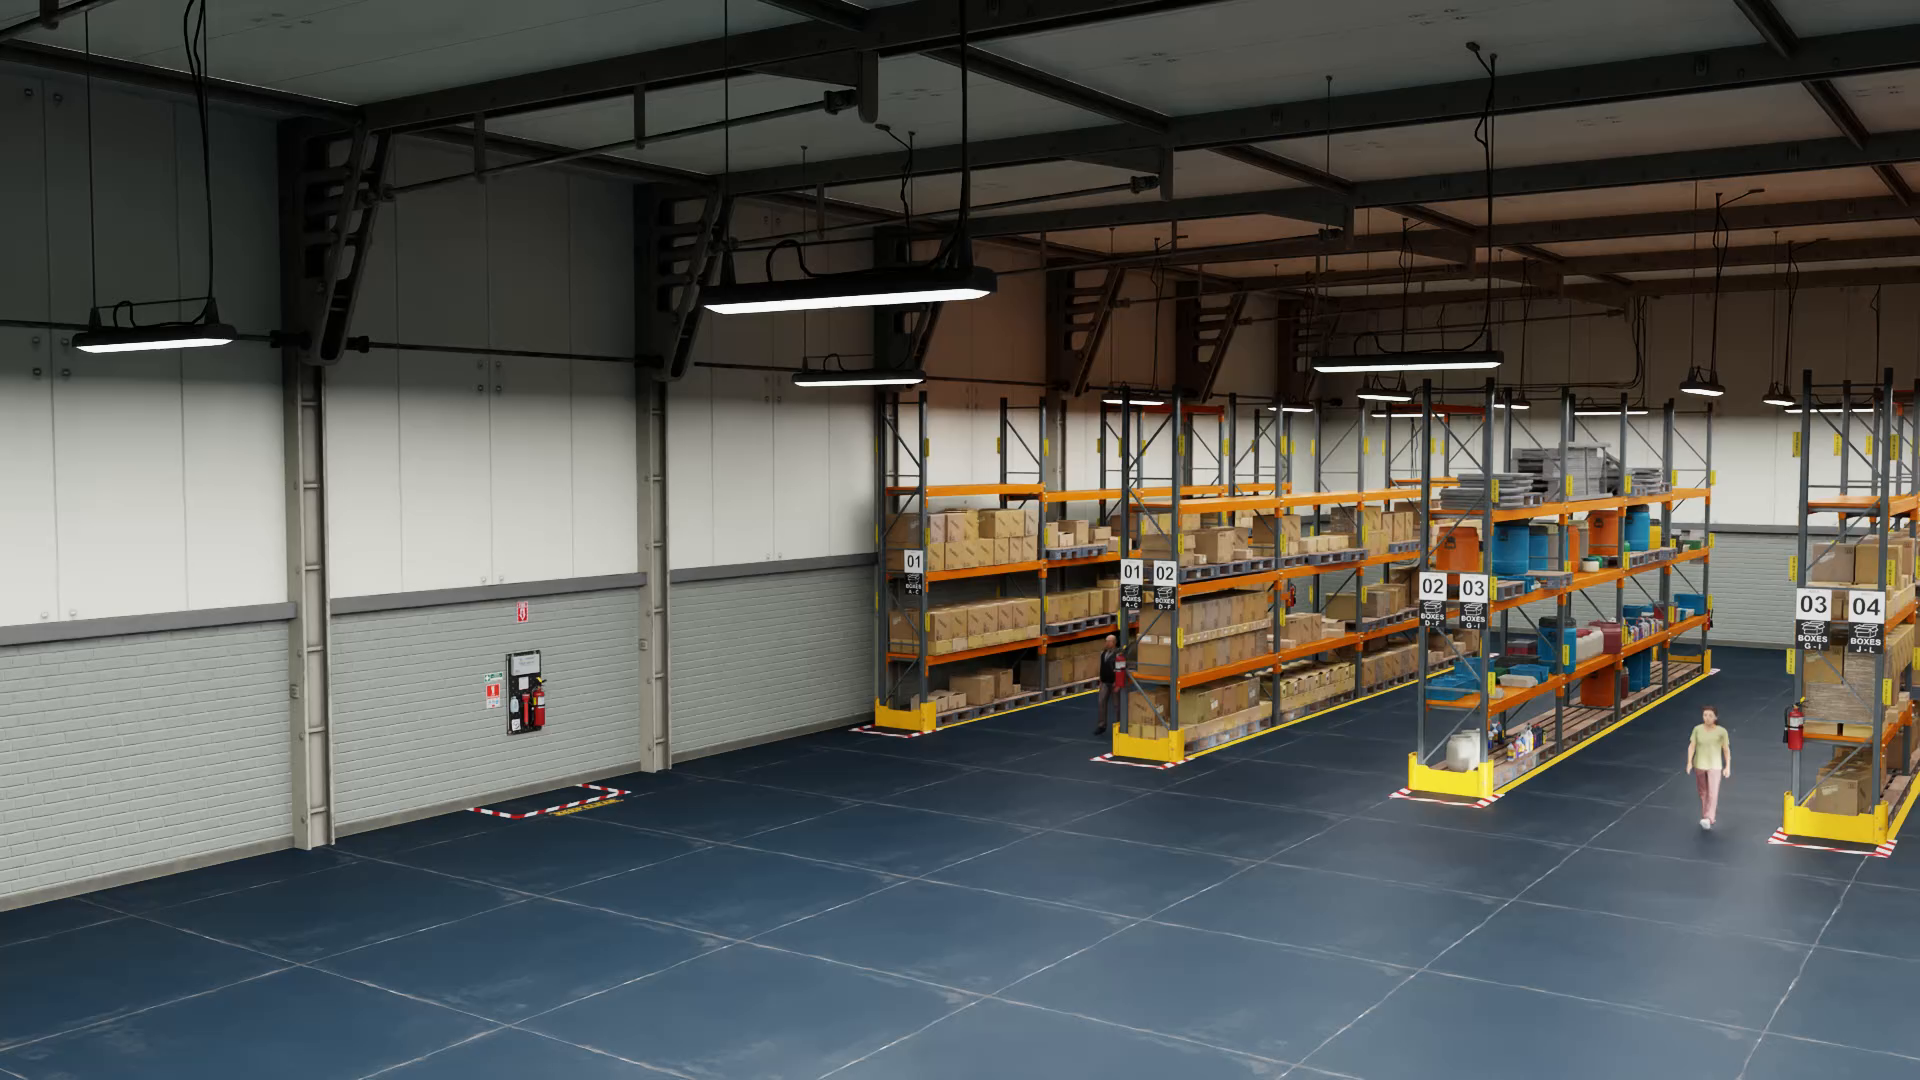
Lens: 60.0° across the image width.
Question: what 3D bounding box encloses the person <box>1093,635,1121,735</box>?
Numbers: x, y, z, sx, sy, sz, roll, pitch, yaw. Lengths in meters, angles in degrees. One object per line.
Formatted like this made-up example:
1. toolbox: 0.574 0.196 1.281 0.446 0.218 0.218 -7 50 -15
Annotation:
1. person: 2.636 2.530 29.161 0.671 1.736 0.594 -3 4 -44

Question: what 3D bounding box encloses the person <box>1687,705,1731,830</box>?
1. person: 9.706 2.973 21.669 0.469 1.617 1.044 3 4 43
